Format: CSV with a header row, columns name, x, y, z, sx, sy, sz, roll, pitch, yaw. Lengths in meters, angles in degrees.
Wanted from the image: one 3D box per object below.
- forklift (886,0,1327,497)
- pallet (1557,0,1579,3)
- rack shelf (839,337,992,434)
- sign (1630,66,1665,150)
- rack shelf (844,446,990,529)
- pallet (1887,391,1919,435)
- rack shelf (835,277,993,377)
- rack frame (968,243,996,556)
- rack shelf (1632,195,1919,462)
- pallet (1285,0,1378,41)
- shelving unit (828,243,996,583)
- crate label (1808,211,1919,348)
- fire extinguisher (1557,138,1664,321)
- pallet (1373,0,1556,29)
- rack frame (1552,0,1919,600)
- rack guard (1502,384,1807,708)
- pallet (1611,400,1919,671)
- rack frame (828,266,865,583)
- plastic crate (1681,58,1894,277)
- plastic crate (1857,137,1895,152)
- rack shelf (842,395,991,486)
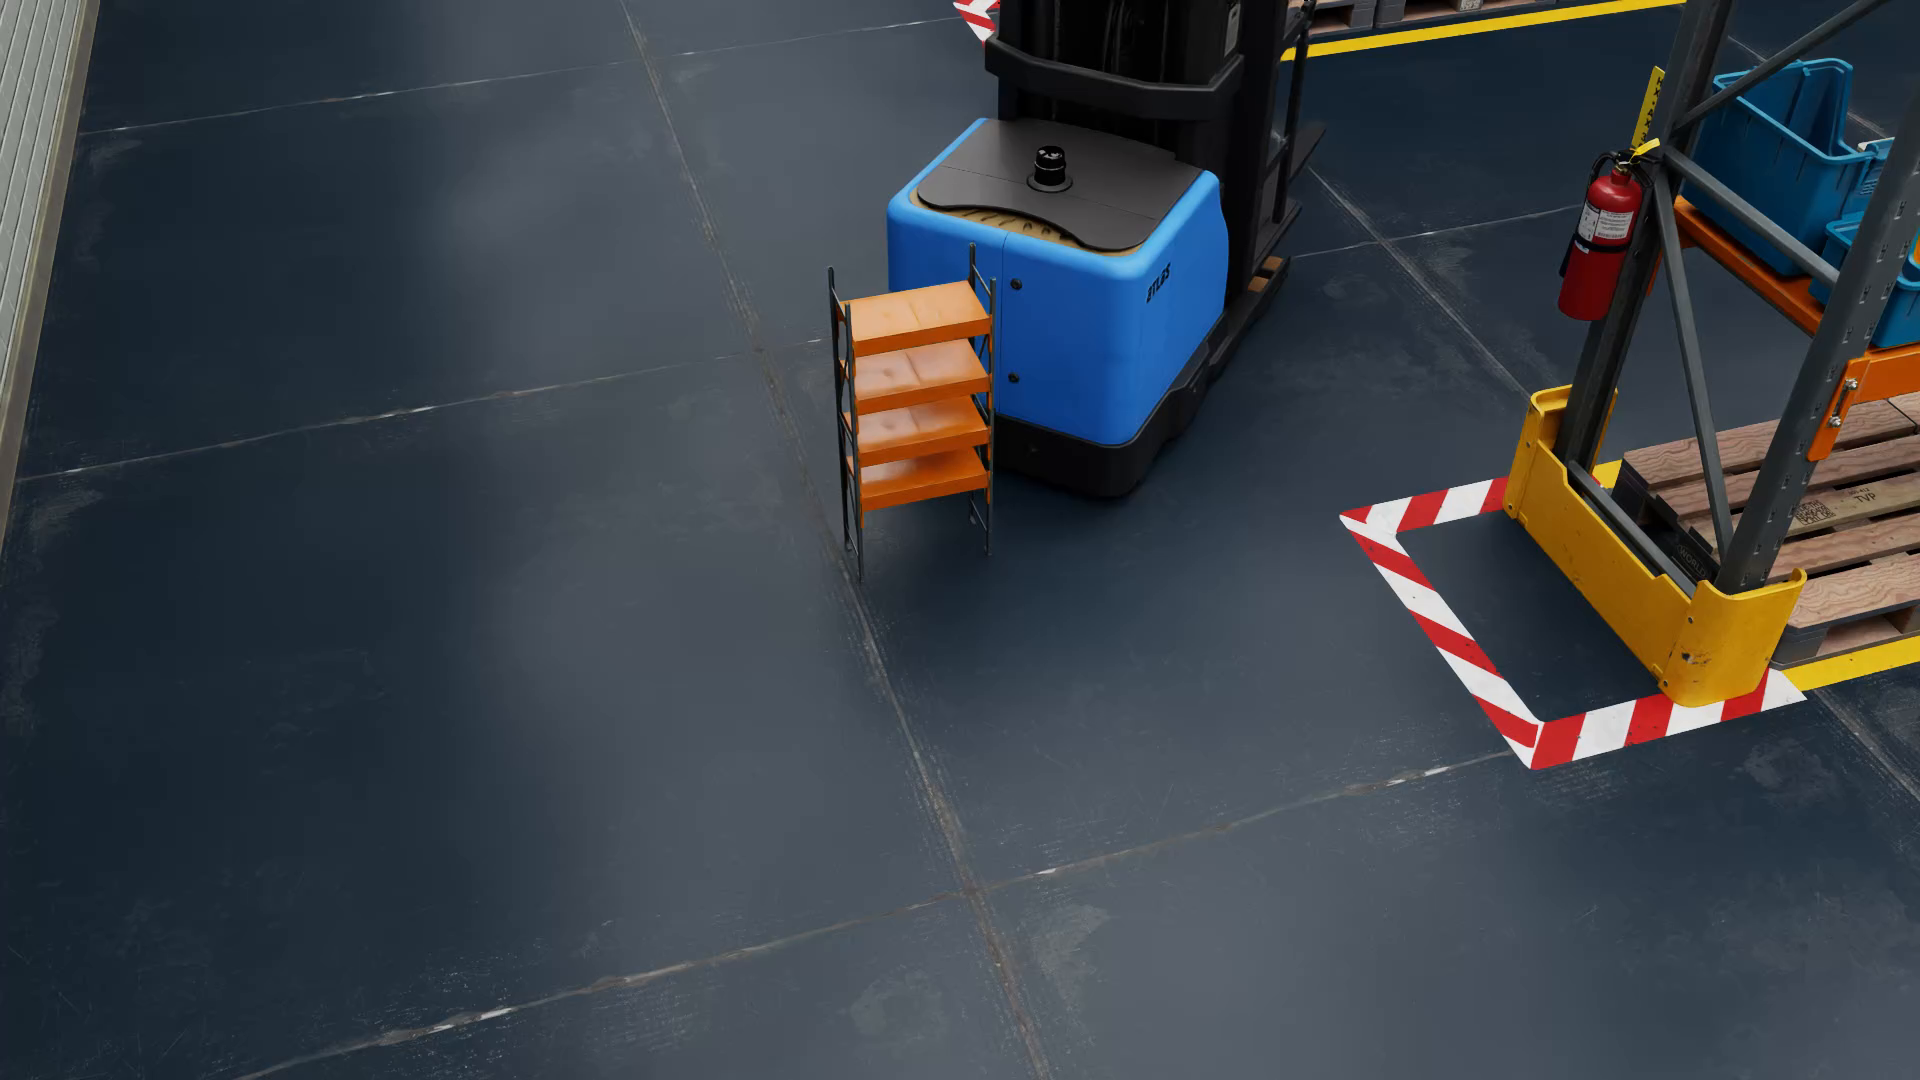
name,x,y,z,sx,sy,sz,roll,pitch,yaw
forklift,0.837,-2.230,6.575,1.130,2.935,3.031,19,44,20
pallet,4.007,-3.714,10.341,1.213,0.211,1.003,-12,42,-13
rack shelf,-0.158,-0.537,5.715,0.480,0.148,0.258,-12,42,-13
sign,2.247,-1.370,5.415,0.005,0.325,0.100,-12,42,-13
rack shelf,-0.158,-0.219,5.993,0.480,0.148,0.258,-12,42,-13
pallet,4.388,-0.294,6.426,1.213,0.211,1.003,-12,42,-13
rack shelf,-0.158,-0.715,5.559,0.480,0.148,0.258,-12,42,-13
rack frame,0.075,-0.467,5.873,0.015,1.200,0.240,-12,42,-13
rack shelf,4.336,-1.091,5.766,4.000,0.370,1.077,-12,42,-13
pallet,1.679,-3.232,9.789,1.213,0.211,1.003,-12,42,-13
shelving unit,-0.158,-0.419,5.818,0.503,1.200,0.258,-12,42,-13
crate label,2.762,-0.769,4.932,0.303,0.233,0.416,-12,42,-13
fire extinguisher,2.148,-1.053,5.517,0.183,0.674,0.296,-12,42,-13
pallet,2.841,-3.471,10.062,1.213,0.211,1.003,-12,42,-13
rack frame,2.428,-0.967,5.077,0.127,3.000,1.000,-12,42,-13
rack guard,2.409,-0.013,5.885,0.348,0.500,1.175,-12,42,-13
pallet,3.226,-0.056,6.153,1.213,0.211,1.003,-12,42,-13
rack frame,-0.391,-0.371,5.763,0.015,1.200,0.240,-12,42,-13
plastic crate,2.691,-1.186,5.255,0.499,0.435,0.616,-12,42,-13
plastic crate,3.151,-1.165,5.459,0.243,0.136,0.396,-12,42,-13
rack shelf,-0.158,-0.368,5.862,0.480,0.148,0.258,-12,42,-13
